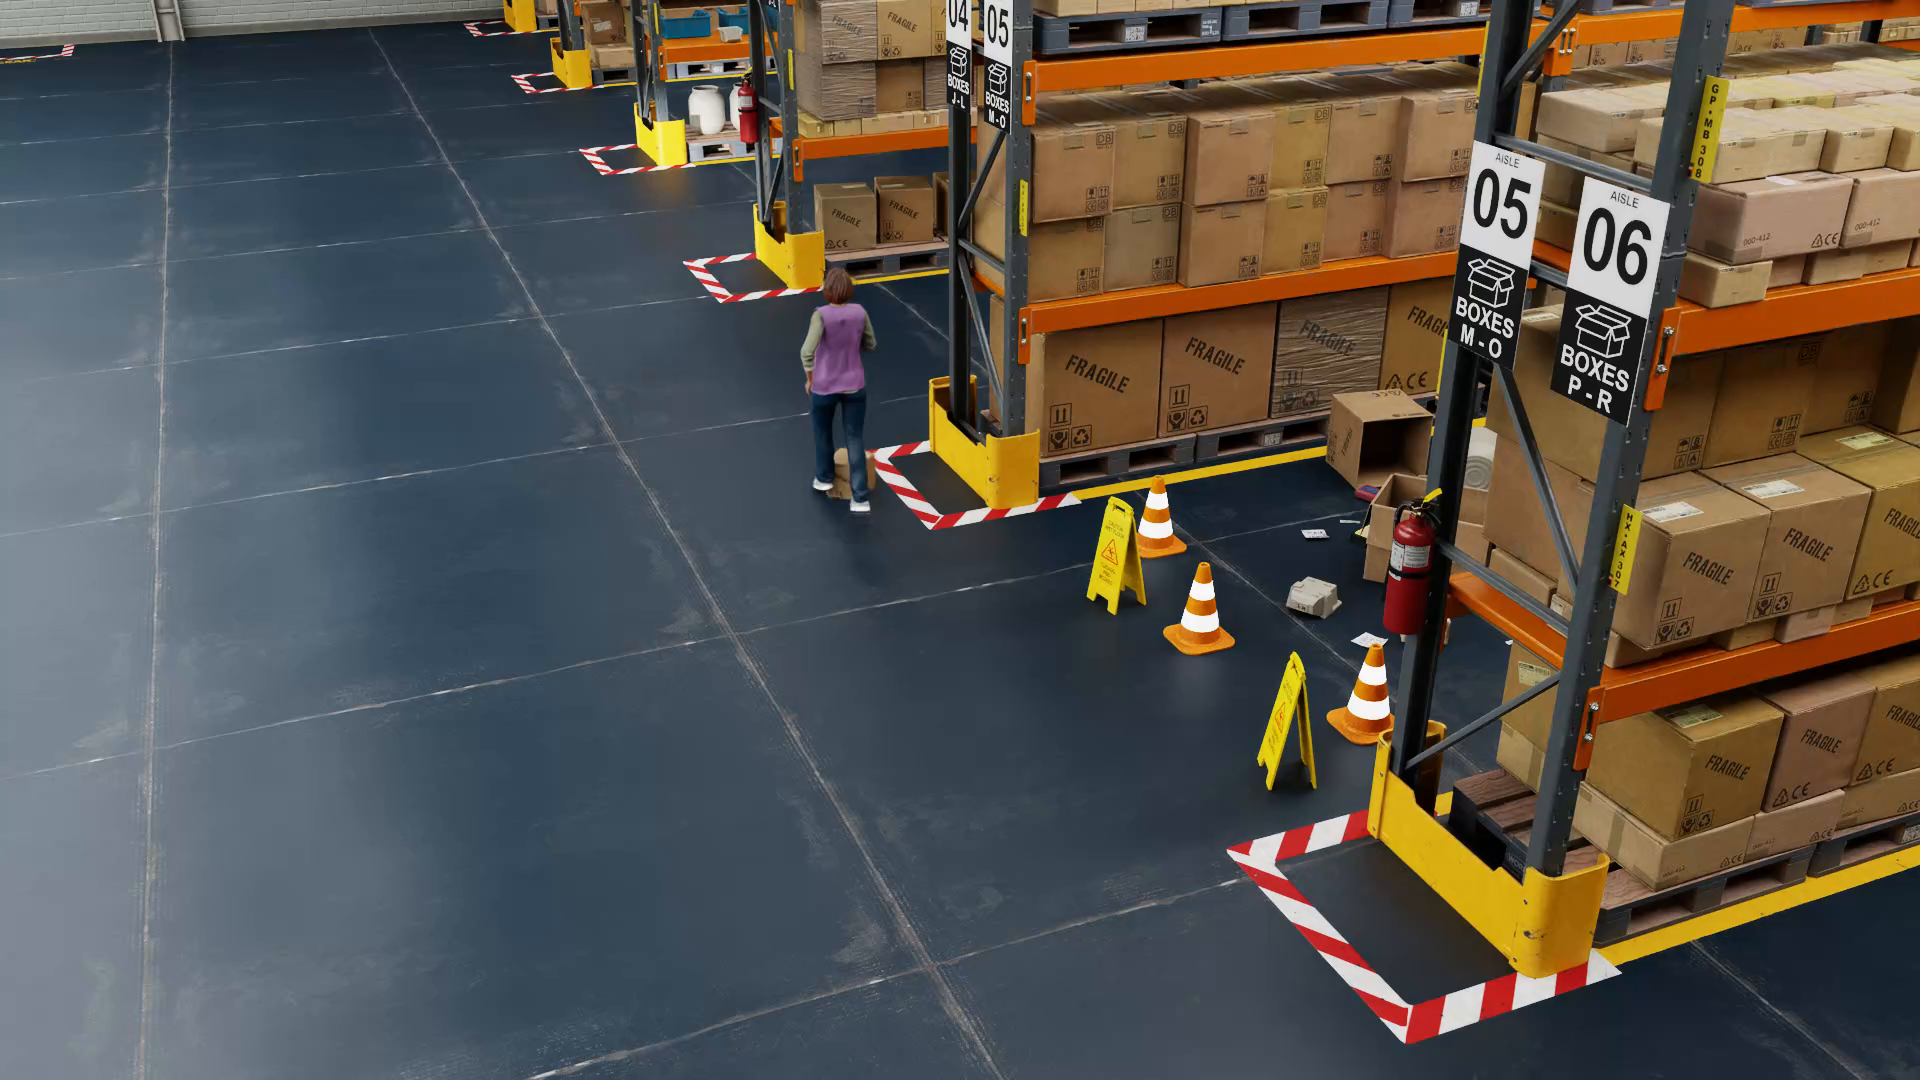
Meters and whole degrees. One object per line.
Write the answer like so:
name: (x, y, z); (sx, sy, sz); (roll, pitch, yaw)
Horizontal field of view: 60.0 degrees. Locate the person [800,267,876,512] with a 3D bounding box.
person: (-0.774, -0.951, 10.498); (0.532, 1.598, 0.782); (-7, 27, -15)
